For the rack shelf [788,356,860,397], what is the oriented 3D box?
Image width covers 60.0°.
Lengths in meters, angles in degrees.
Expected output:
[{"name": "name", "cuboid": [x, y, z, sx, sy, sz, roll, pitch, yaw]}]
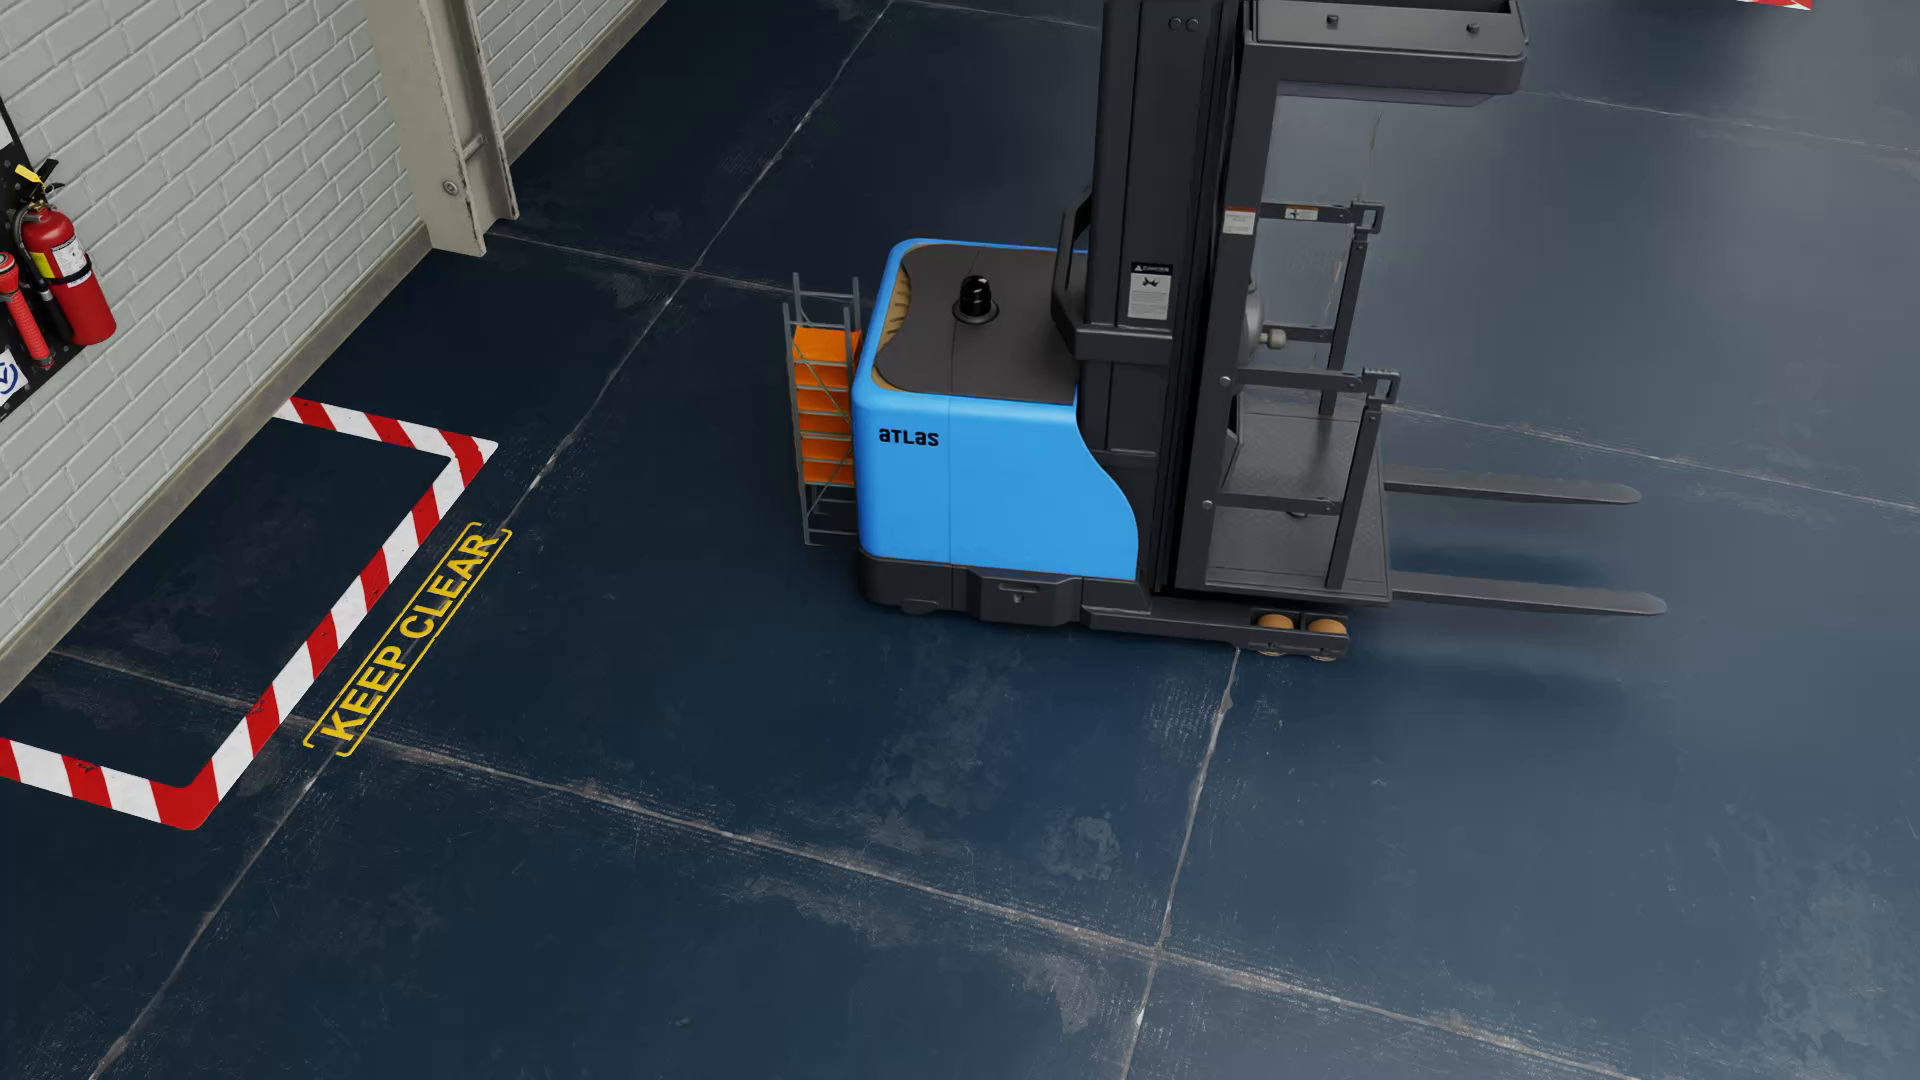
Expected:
[{"name": "rack shelf", "cuboid": [-0.498, -0.604, 6.230, 0.258, 0.103, 0.180, 5, 45, 5]}]

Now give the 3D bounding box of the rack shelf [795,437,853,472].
[{"name": "rack shelf", "cuboid": [-0.497, -0.347, 6.481, 0.258, 0.103, 0.180, 5, 45, 5]}]

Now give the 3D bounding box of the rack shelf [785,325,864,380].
[{"name": "rack shelf", "cuboid": [-0.498, -0.690, 6.146, 0.258, 0.103, 0.180, 5, 45, 5]}]

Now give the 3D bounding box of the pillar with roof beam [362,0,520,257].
[{"name": "pillar with roof beam", "cuboid": [1.665, -3.859, 4.259, 9.100, 9.000, 0.400, 13, 46, 13]}]

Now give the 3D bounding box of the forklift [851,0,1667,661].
[{"name": "forklift", "cuboid": [1.162, -0.988, 5.664, 3.031, 2.935, 1.130, 5, 45, 5]}]

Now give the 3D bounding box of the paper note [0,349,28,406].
[{"name": "paper note", "cuboid": [-3.342, -0.569, 5.817, 0.016, 0.148, 0.142, 13, 46, 13]}]

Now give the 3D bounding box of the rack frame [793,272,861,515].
[{"name": "rack frame", "cuboid": [-0.486, -0.528, 6.431, 0.240, 1.200, 0.006, 5, 45, 5]}]

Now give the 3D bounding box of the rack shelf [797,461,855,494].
[{"name": "rack shelf", "cuboid": [-0.497, -0.261, 6.565, 0.258, 0.103, 0.180, 5, 45, 5]}]

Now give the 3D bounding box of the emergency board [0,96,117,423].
[{"name": "emergency board", "cuboid": [-3.223, -0.987, 5.614, 0.194, 1.169, 0.643, 13, 46, 13]}]

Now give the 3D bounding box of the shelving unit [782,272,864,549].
[{"name": "shelving unit", "cuboid": [-0.498, -0.464, 6.366, 0.258, 1.200, 0.189, 5, 45, 5]}]

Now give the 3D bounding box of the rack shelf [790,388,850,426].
[{"name": "rack shelf", "cuboid": [-0.498, -0.519, 6.314, 0.258, 0.103, 0.180, 5, 45, 5]}]

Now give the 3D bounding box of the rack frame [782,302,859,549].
[{"name": "rack frame", "cuboid": [-0.510, -0.401, 6.302, 0.240, 1.200, 0.006, 5, 45, 5]}]

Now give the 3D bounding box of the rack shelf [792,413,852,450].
[{"name": "rack shelf", "cuboid": [-0.498, -0.433, 6.397, 0.258, 0.103, 0.180, 5, 45, 5]}]
